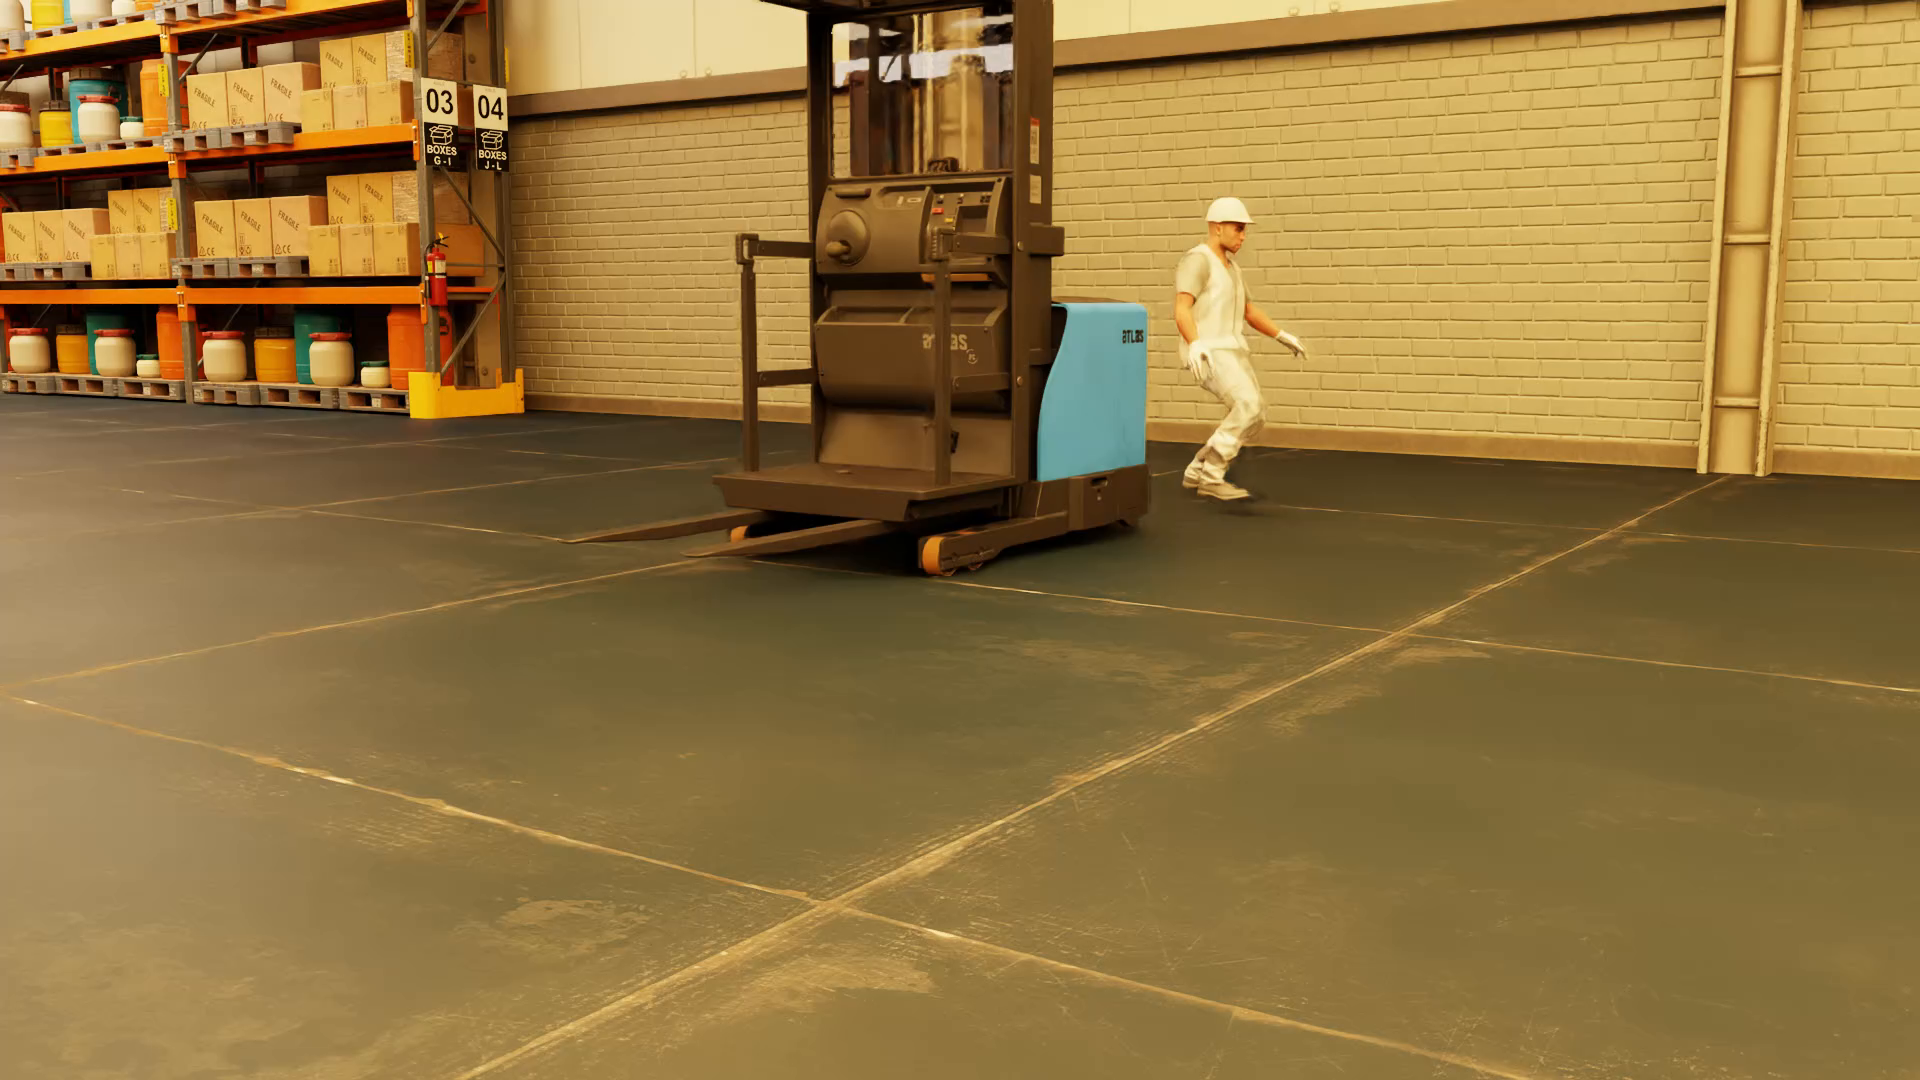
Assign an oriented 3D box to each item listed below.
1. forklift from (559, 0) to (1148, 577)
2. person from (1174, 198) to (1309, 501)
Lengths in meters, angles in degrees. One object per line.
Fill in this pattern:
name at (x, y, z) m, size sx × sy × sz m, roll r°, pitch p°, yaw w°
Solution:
forklift at (-0.333, -1.379, 6.889) m, size 1.130 × 2.935 × 3.031 m, roll 5°, pitch 10°, yaw 33°
person at (1.425, -1.015, 8.906) m, size 0.706 × 1.608 × 0.995 m, roll 6°, pitch 10°, yaw 35°
